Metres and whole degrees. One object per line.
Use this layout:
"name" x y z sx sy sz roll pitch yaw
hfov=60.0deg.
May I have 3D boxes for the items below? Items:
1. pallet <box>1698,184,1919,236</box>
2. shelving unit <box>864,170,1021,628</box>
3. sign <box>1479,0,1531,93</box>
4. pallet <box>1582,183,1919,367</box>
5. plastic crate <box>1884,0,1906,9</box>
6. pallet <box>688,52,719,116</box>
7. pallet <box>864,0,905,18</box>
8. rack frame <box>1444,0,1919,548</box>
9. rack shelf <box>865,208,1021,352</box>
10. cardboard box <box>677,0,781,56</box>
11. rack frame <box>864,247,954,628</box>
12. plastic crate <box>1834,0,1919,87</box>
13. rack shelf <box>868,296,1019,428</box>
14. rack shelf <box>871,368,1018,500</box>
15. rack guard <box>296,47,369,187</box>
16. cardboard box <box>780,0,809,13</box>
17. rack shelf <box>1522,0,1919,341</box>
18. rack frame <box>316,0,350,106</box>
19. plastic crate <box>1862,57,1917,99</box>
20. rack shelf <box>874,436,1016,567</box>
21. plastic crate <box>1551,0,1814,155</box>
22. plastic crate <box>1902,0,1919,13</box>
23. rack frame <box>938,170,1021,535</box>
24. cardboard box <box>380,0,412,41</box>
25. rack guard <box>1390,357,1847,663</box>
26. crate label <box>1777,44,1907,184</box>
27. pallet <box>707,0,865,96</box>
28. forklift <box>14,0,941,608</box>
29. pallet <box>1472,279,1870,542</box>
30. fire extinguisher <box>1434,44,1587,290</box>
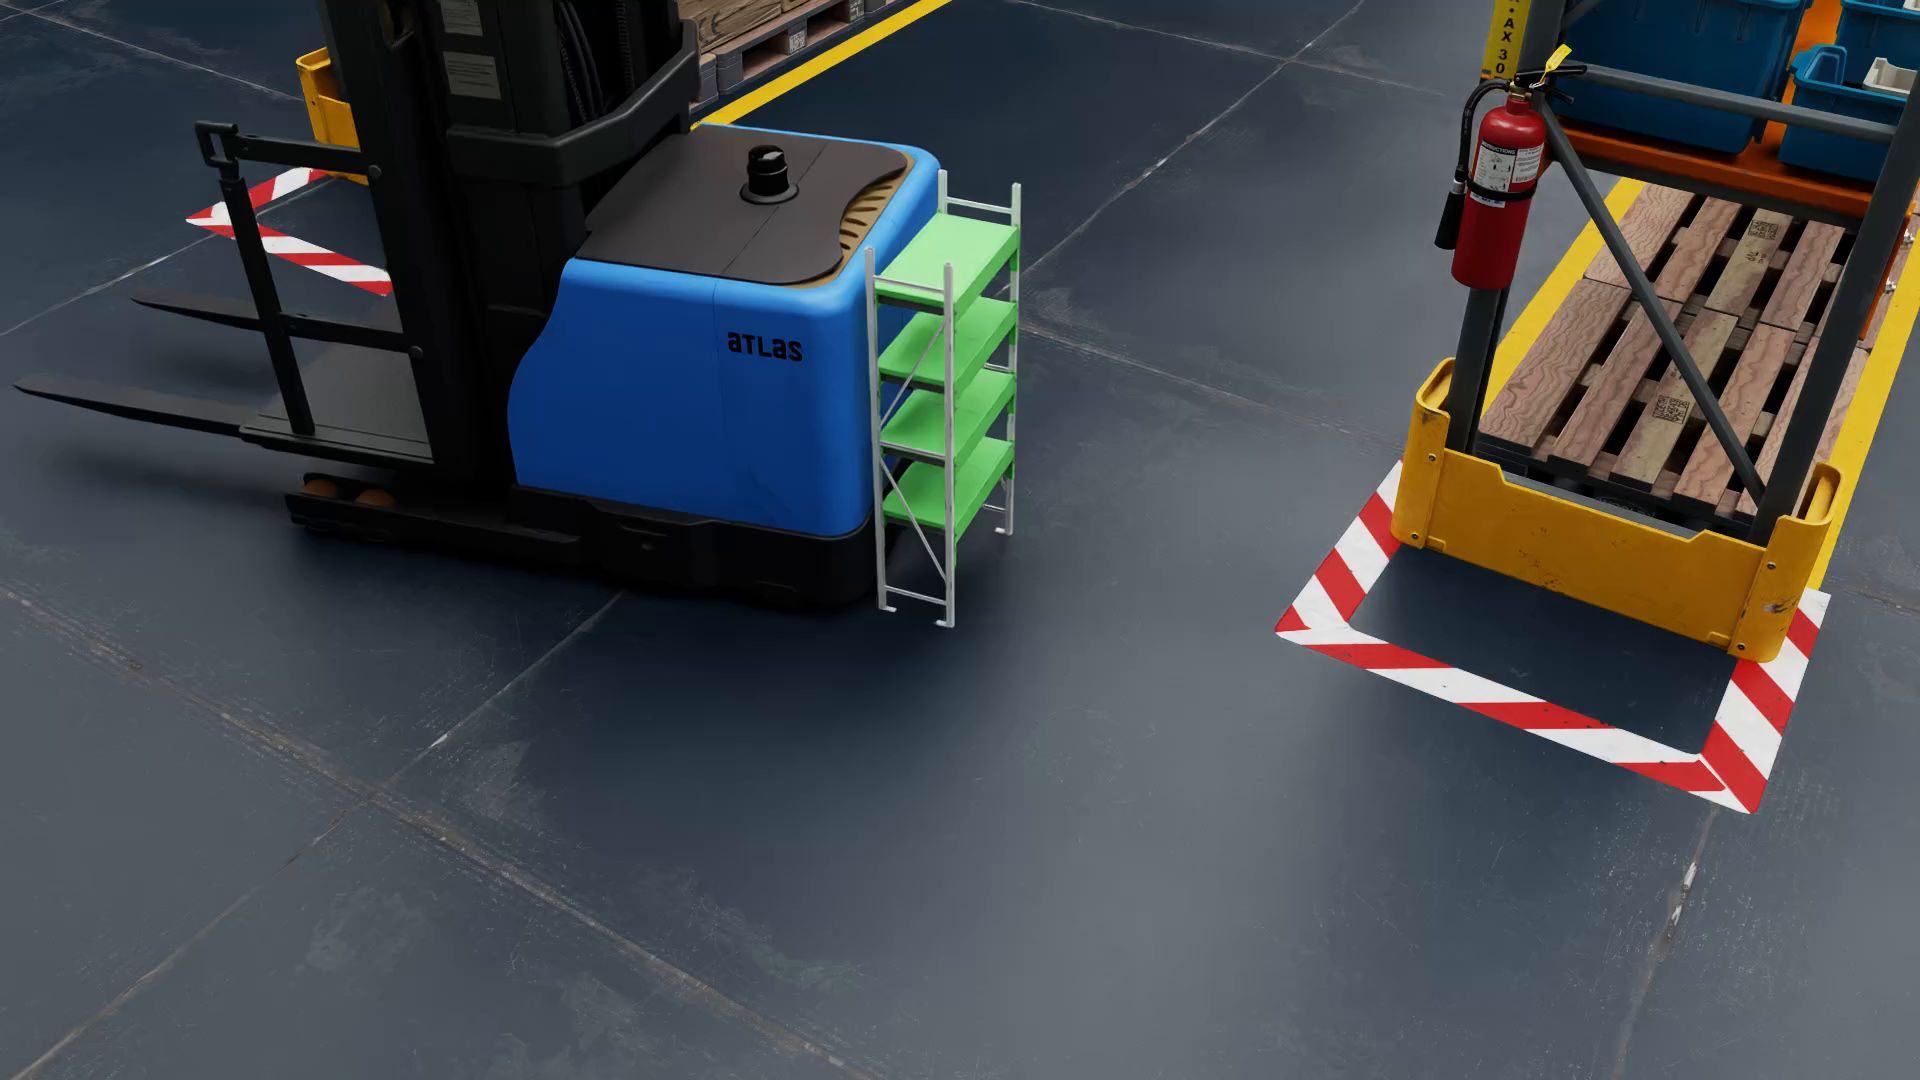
"pallet" 3.712 -1.680 7.257 1.003 0.211 1.213 21 42 25
"shelving unit" -0.039 -0.383 4.765 0.258 1.200 0.503 14 40 17
"sign" 1.457 -1.350 4.411 0.100 0.325 0.005 21 42 25
"pallet" 3.059 -1.049 6.438 1.003 0.211 1.213 21 42 25
"plastic crate" 3.045 -1.770 5.177 0.416 0.233 0.300 21 42 25
"pallet" -1.890 -2.068 7.759 1.003 0.211 1.213 21 42 25
"pallet" -0.583 -3.326 9.391 1.003 0.211 1.213 21 42 25
"rack frame" 1.930 -1.114 4.239 1.000 3.000 0.127 21 42 25
"rack shelf" -0.039 -0.713 4.511 0.258 0.148 0.480 14 40 17
"cardboard box" -1.490 -2.884 7.931 0.875 0.875 0.875 21 42 25
"rack frame" -0.131 -0.245 4.586 0.240 1.200 0.015 14 40 17
"plastic crate" 2.693 -1.431 4.737 0.416 0.233 0.300 21 42 25
"rack shelf" -0.039 -0.523 4.657 0.258 0.148 0.480 14 40 17
"rack shelf" -0.039 -0.333 4.804 0.258 0.148 0.480 14 40 17
"rack guard" -2.265 -1.732 7.087 1.175 0.500 0.348 21 42 25
"cardboard box" -1.013 -3.343 8.526 0.875 0.875 0.875 21 42 25
"rack shelf" 3.001 -1.860 5.796 1.077 0.370 4.000 21 42 25
"rack frame" -2.252 -2.734 6.340 1.000 3.000 0.127 21 42 25
"plastic crate" 2.582 -1.191 4.506 0.250 0.136 0.298 21 42 25
"rack shelf" -0.039 -0.143 4.950 0.258 0.148 0.480 14 40 17
"plastic crate" 1.951 -1.386 4.513 0.616 0.435 0.499 21 42 25
"plastic crate" 2.945 -1.541 4.959 0.250 0.136 0.298 21 42 25
"rack frame" 0.053 -0.522 4.944 0.240 1.200 0.015 14 40 17
"cardboard box" -1.977 -2.415 7.323 0.875 0.875 0.875 21 42 25
"rack guard" 1.928 -0.108 4.980 1.175 0.500 0.348 21 42 25
"crate label" 2.340 -1.091 4.297 0.416 0.233 0.303 21 42 25
"pallet" -1.236 -2.694 8.572 1.003 0.211 1.213 21 42 25
"forklift" -1.619 -1.454 4.735 3.031 2.935 1.130 10 39 12
"pallet" 2.404 -0.422 5.625 1.003 0.211 1.213 21 42 25
"fire extinguisher" 1.465 -1.007 4.468 0.296 0.674 0.183 21 42 25
